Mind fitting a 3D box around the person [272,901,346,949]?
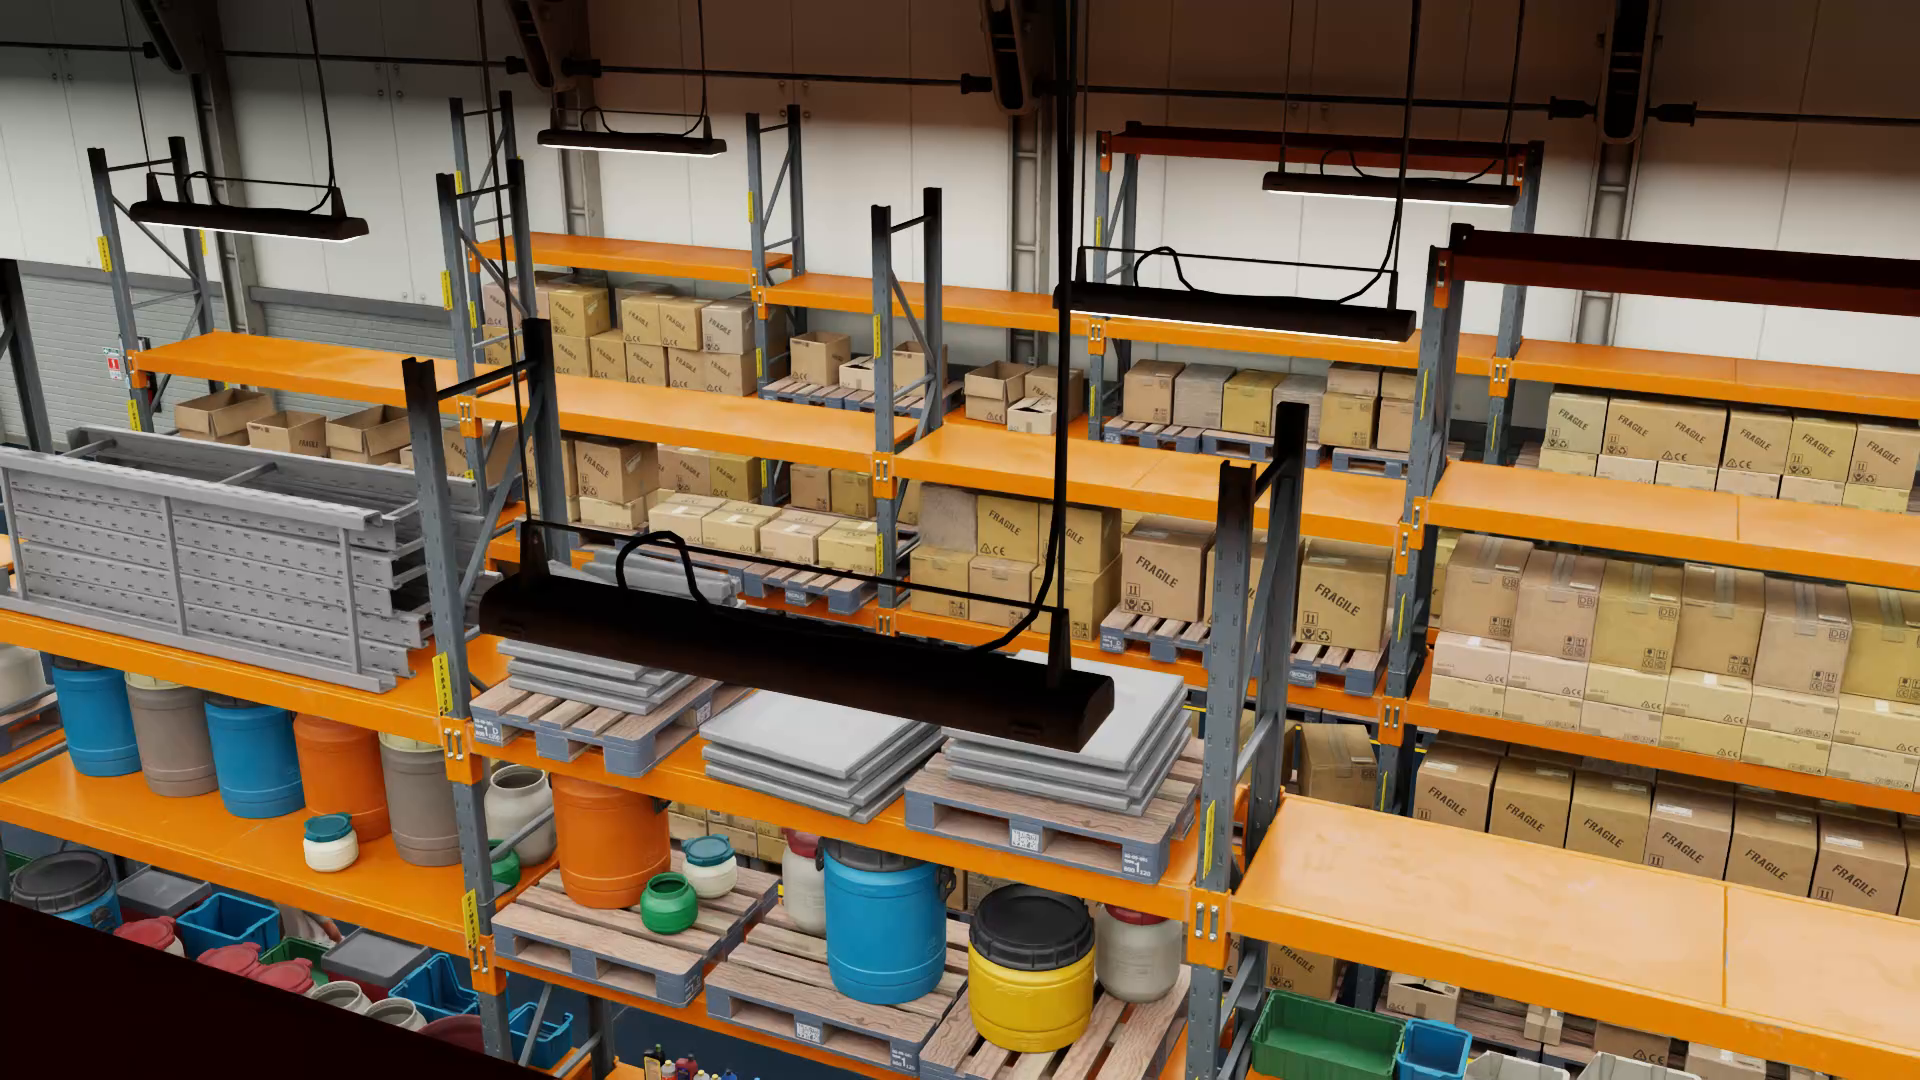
[{"bbox_3d":[-4.800,3.021,12.212,0.537,1.721,1.085,9,22,22],"label":"person"}]
